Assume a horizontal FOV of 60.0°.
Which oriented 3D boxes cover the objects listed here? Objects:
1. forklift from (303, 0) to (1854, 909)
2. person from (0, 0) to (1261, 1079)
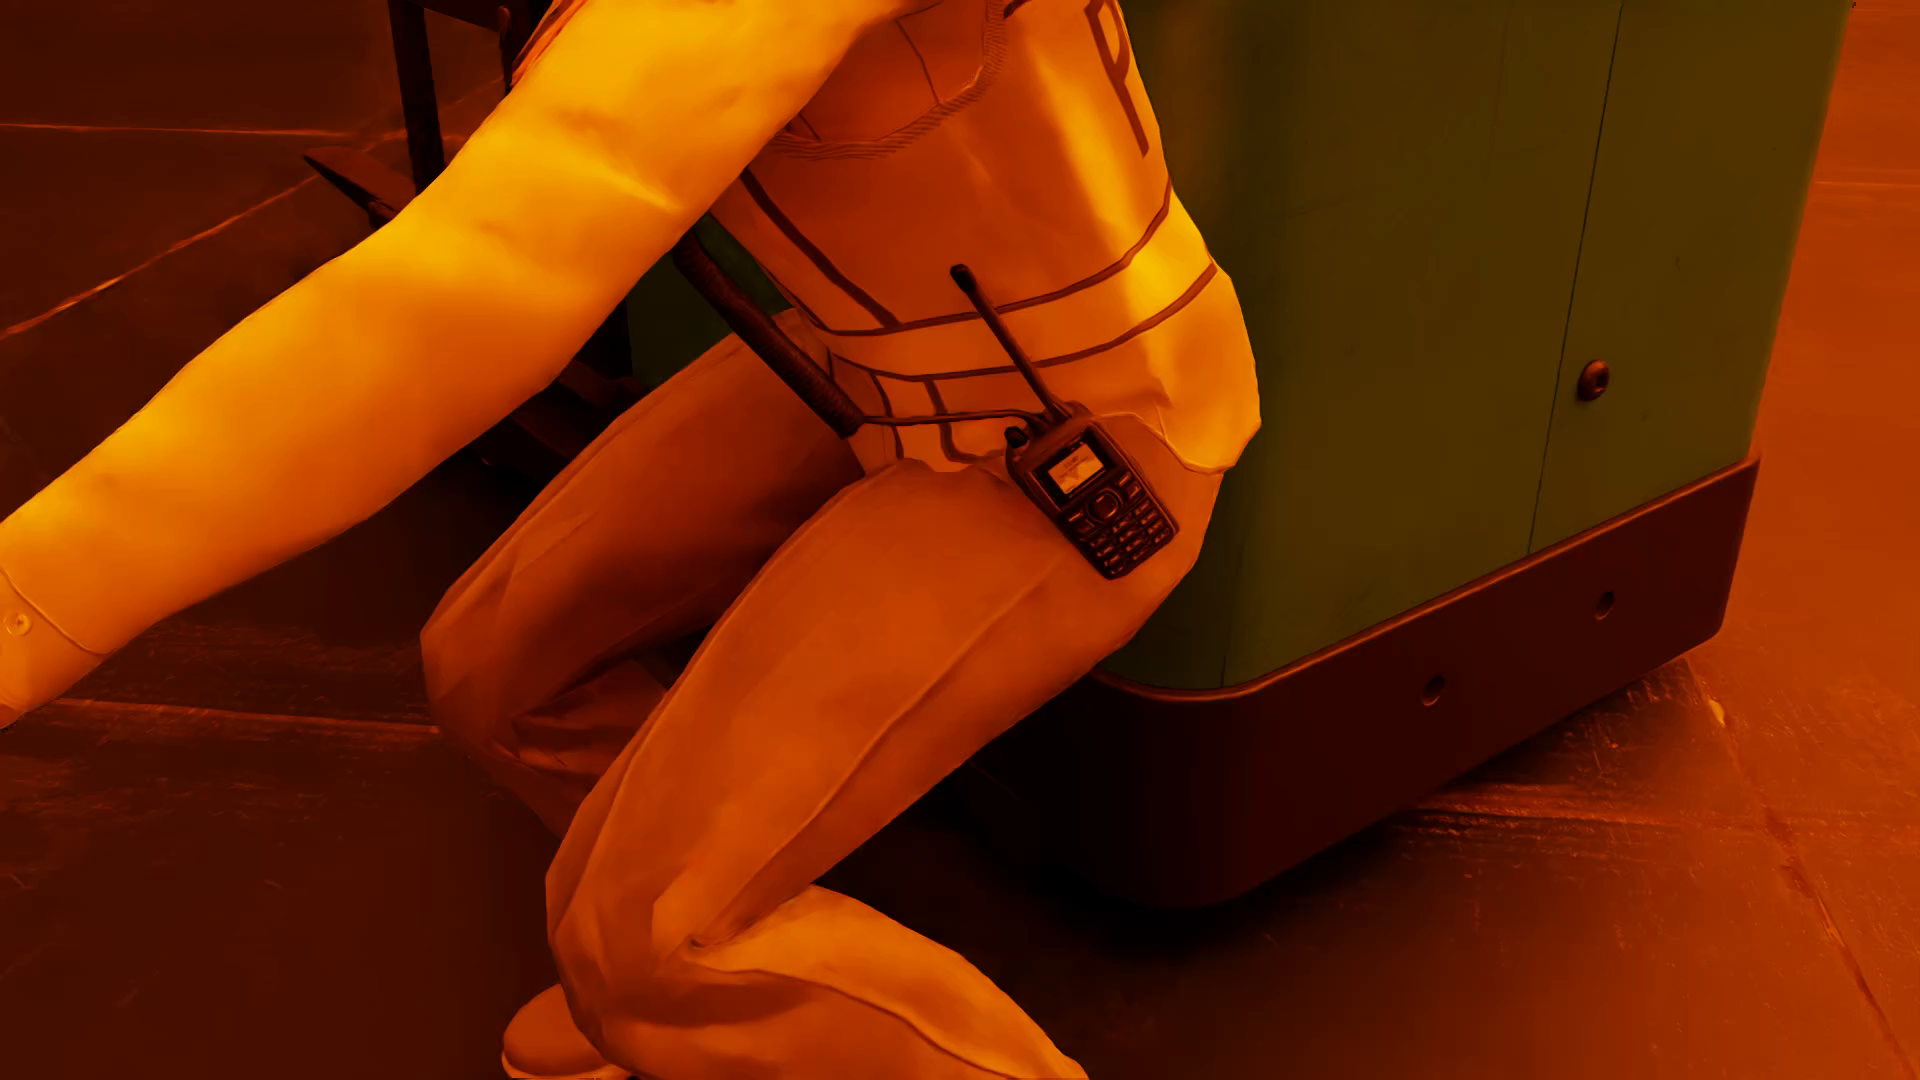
[{"bbox_3d":[-0.306,-1.548,2.320,1.130,2.935,3.031,-19,32,-33],"label":"forklift"},{"bbox_3d":[-0.229,-0.085,1.069,0.869,1.414,0.740,-10,28,-18],"label":"person"}]
